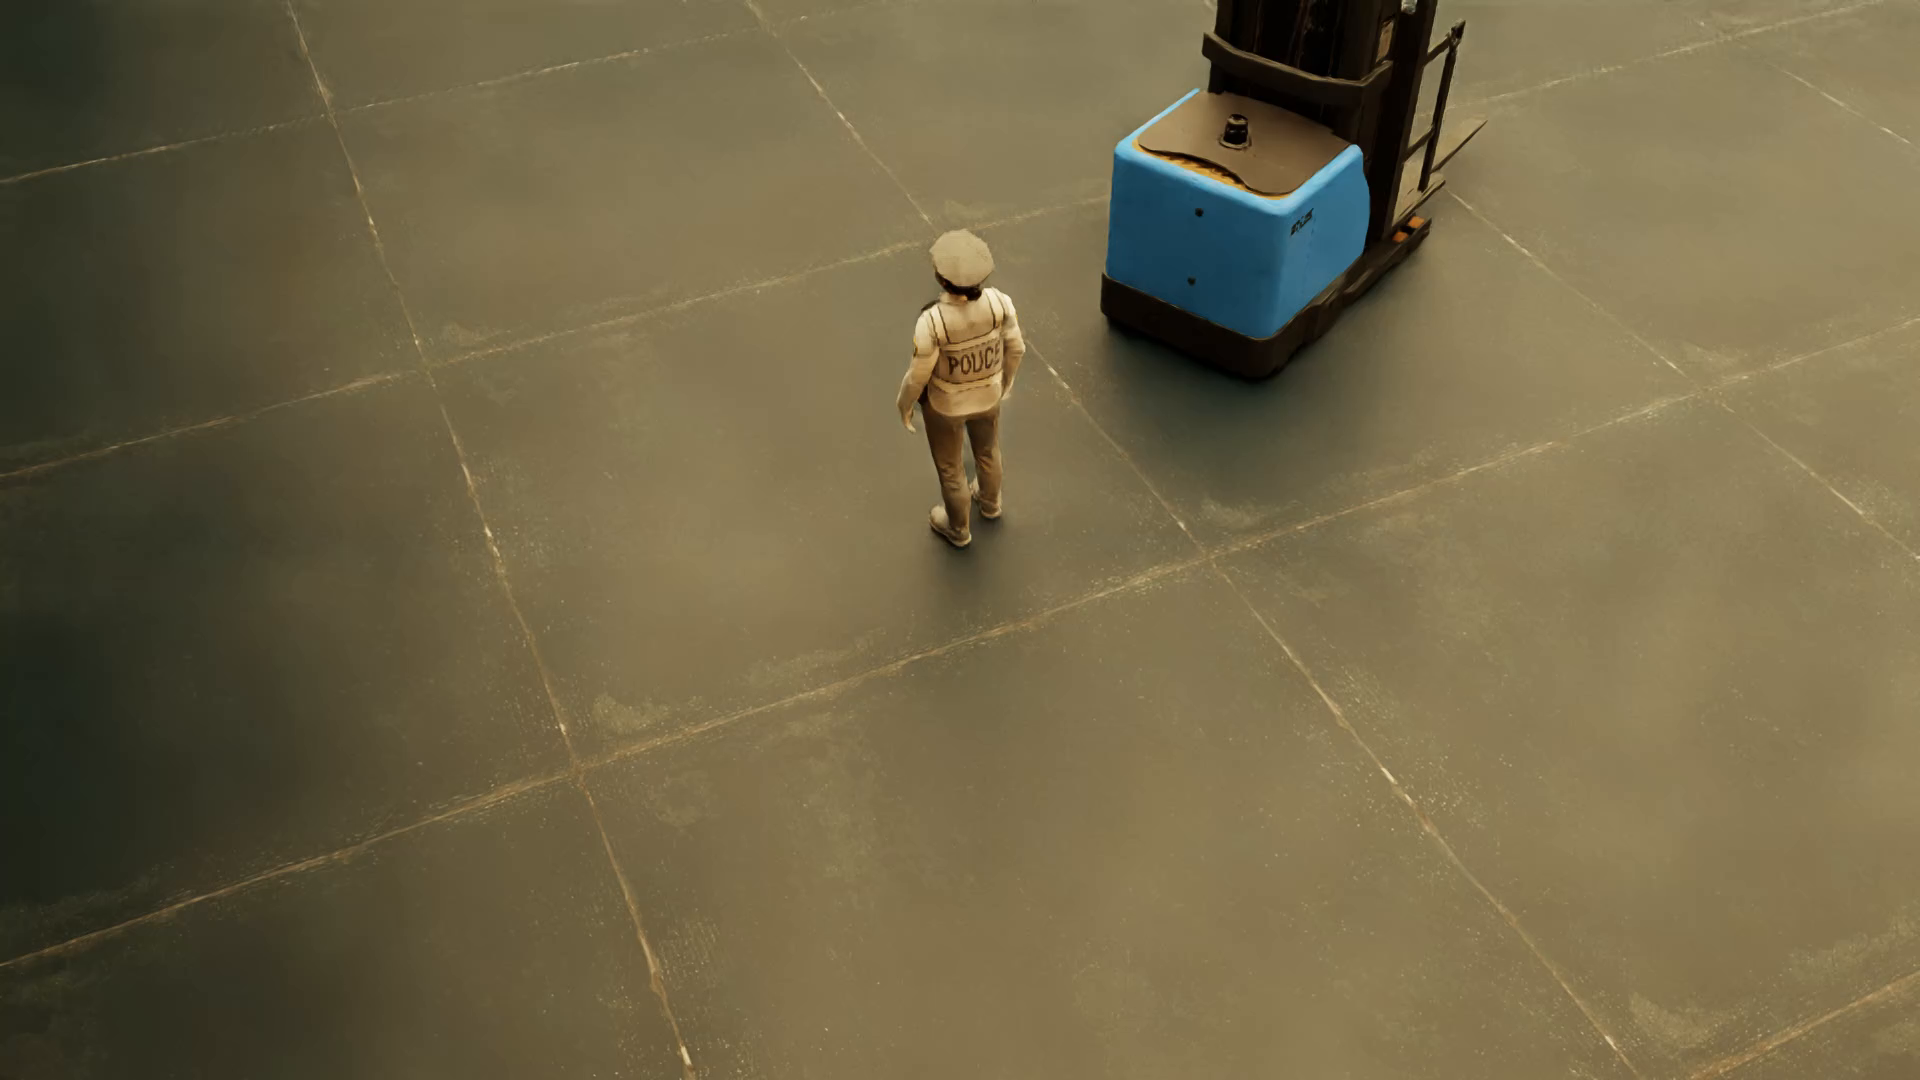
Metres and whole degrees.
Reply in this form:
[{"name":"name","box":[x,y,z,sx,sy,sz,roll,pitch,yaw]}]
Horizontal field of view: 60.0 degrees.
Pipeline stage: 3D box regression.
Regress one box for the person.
[{"name":"person","box":[-0.022,-0.669,7.292,0.586,1.695,0.532,-18,46,-18]}]

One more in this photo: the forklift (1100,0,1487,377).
[{"name":"forklift","box":[2.072,-2.865,8.751,1.130,2.935,3.031,28,50,27]}]
